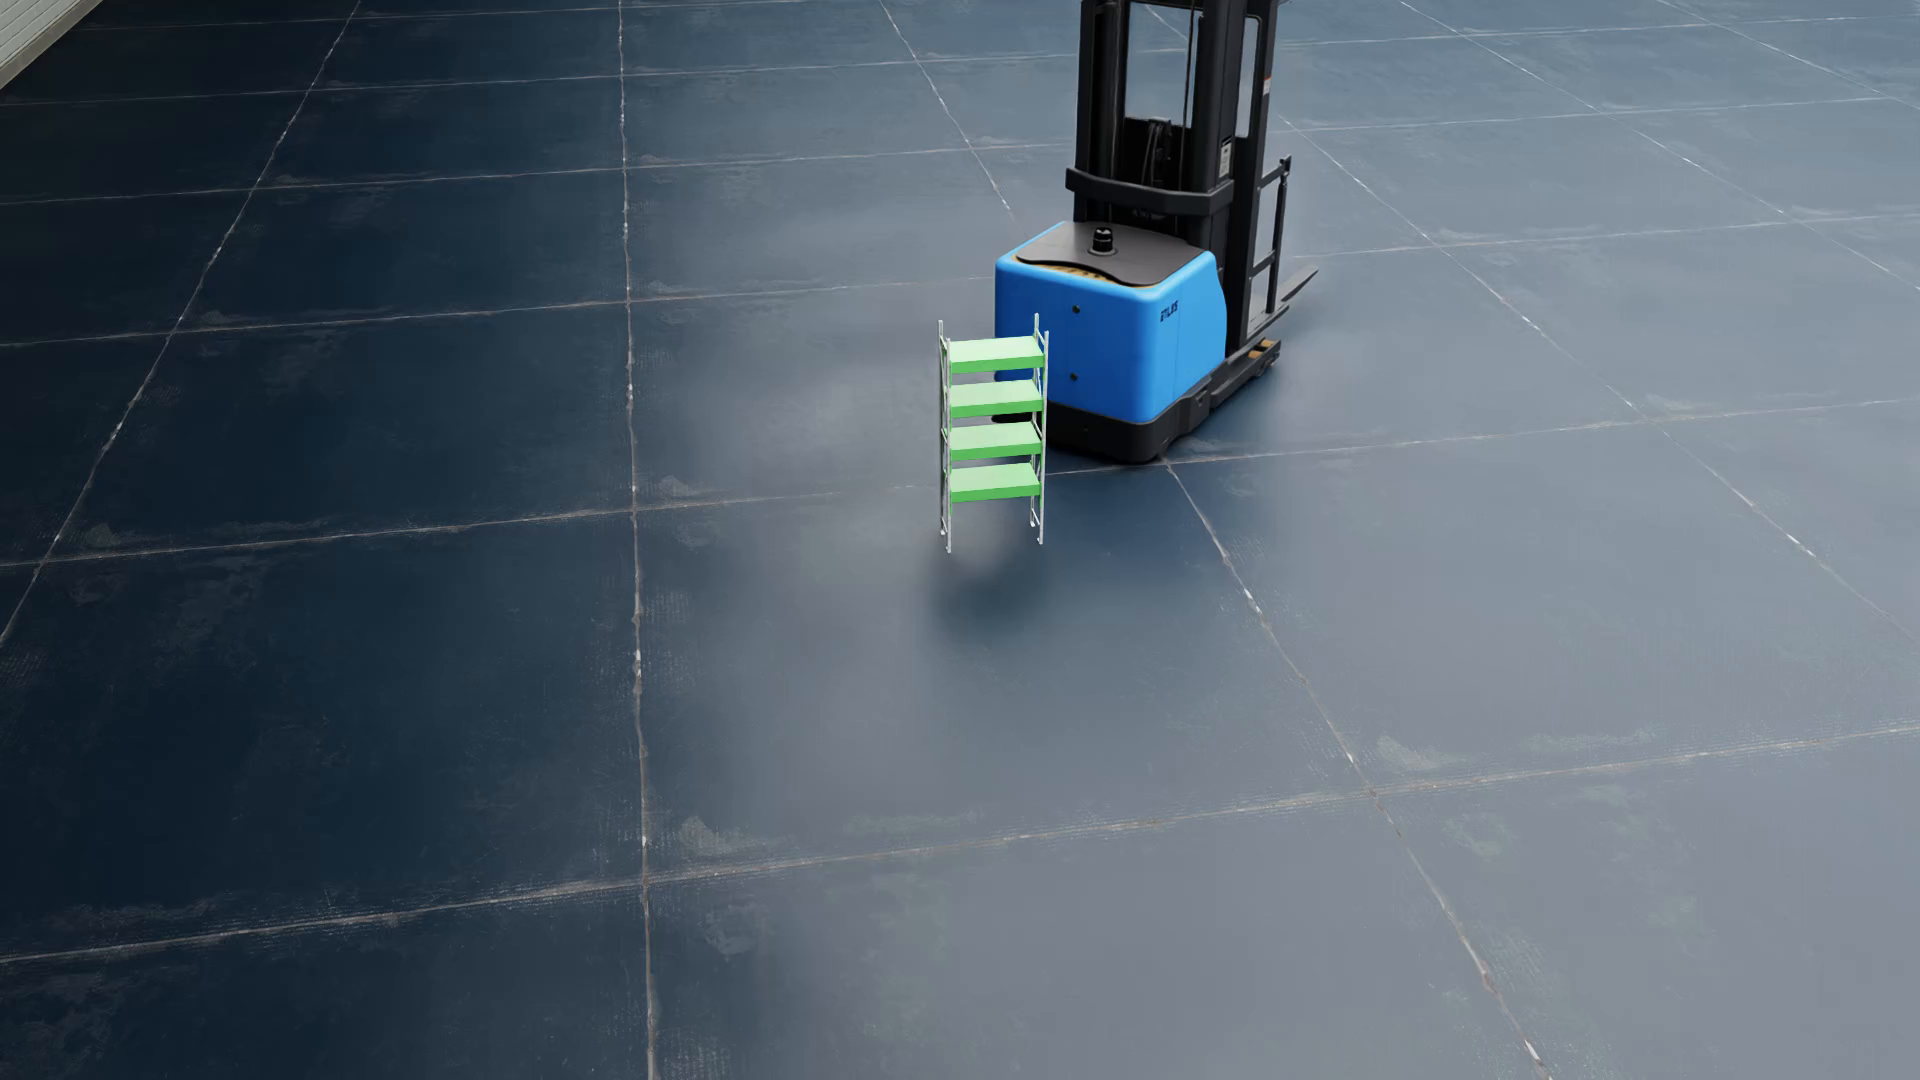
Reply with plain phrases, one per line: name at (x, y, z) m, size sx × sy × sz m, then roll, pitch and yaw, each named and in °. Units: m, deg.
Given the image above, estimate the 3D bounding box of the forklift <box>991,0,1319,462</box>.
forklift at (1.395, -2.409, 9.955) m, size 1.130 × 2.935 × 3.031 m, roll 18°, pitch 35°, yaw 27°

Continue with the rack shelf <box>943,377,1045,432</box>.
rack shelf at (0.163, -0.684, 8.382) m, size 0.480 × 0.148 × 0.258 m, roll -5°, pitch 31°, yaw -9°

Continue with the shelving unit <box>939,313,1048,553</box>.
shelving unit at (0.163, -0.532, 8.472) m, size 0.503 × 1.200 × 0.258 m, roll -5°, pitch 31°, yaw -9°

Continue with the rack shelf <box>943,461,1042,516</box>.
rack shelf at (0.163, -0.270, 8.626) m, size 0.480 × 0.148 × 0.258 m, roll -5°, pitch 31°, yaw -9°

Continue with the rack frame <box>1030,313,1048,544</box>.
rack frame at (0.403, -0.555, 8.509) m, size 0.015 × 1.200 × 0.240 m, roll -5°, pitch 31°, yaw -9°

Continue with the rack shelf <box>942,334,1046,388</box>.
rack shelf at (0.163, -0.891, 8.261) m, size 0.480 × 0.148 × 0.258 m, roll -5°, pitch 31°, yaw -9°

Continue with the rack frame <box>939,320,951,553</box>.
rack frame at (-0.077, -0.510, 8.434) m, size 0.015 × 1.200 × 0.240 m, roll -5°, pitch 31°, yaw -9°

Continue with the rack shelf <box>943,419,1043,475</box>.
rack shelf at (0.163, -0.477, 8.504) m, size 0.480 × 0.148 × 0.258 m, roll -5°, pitch 31°, yaw -9°
